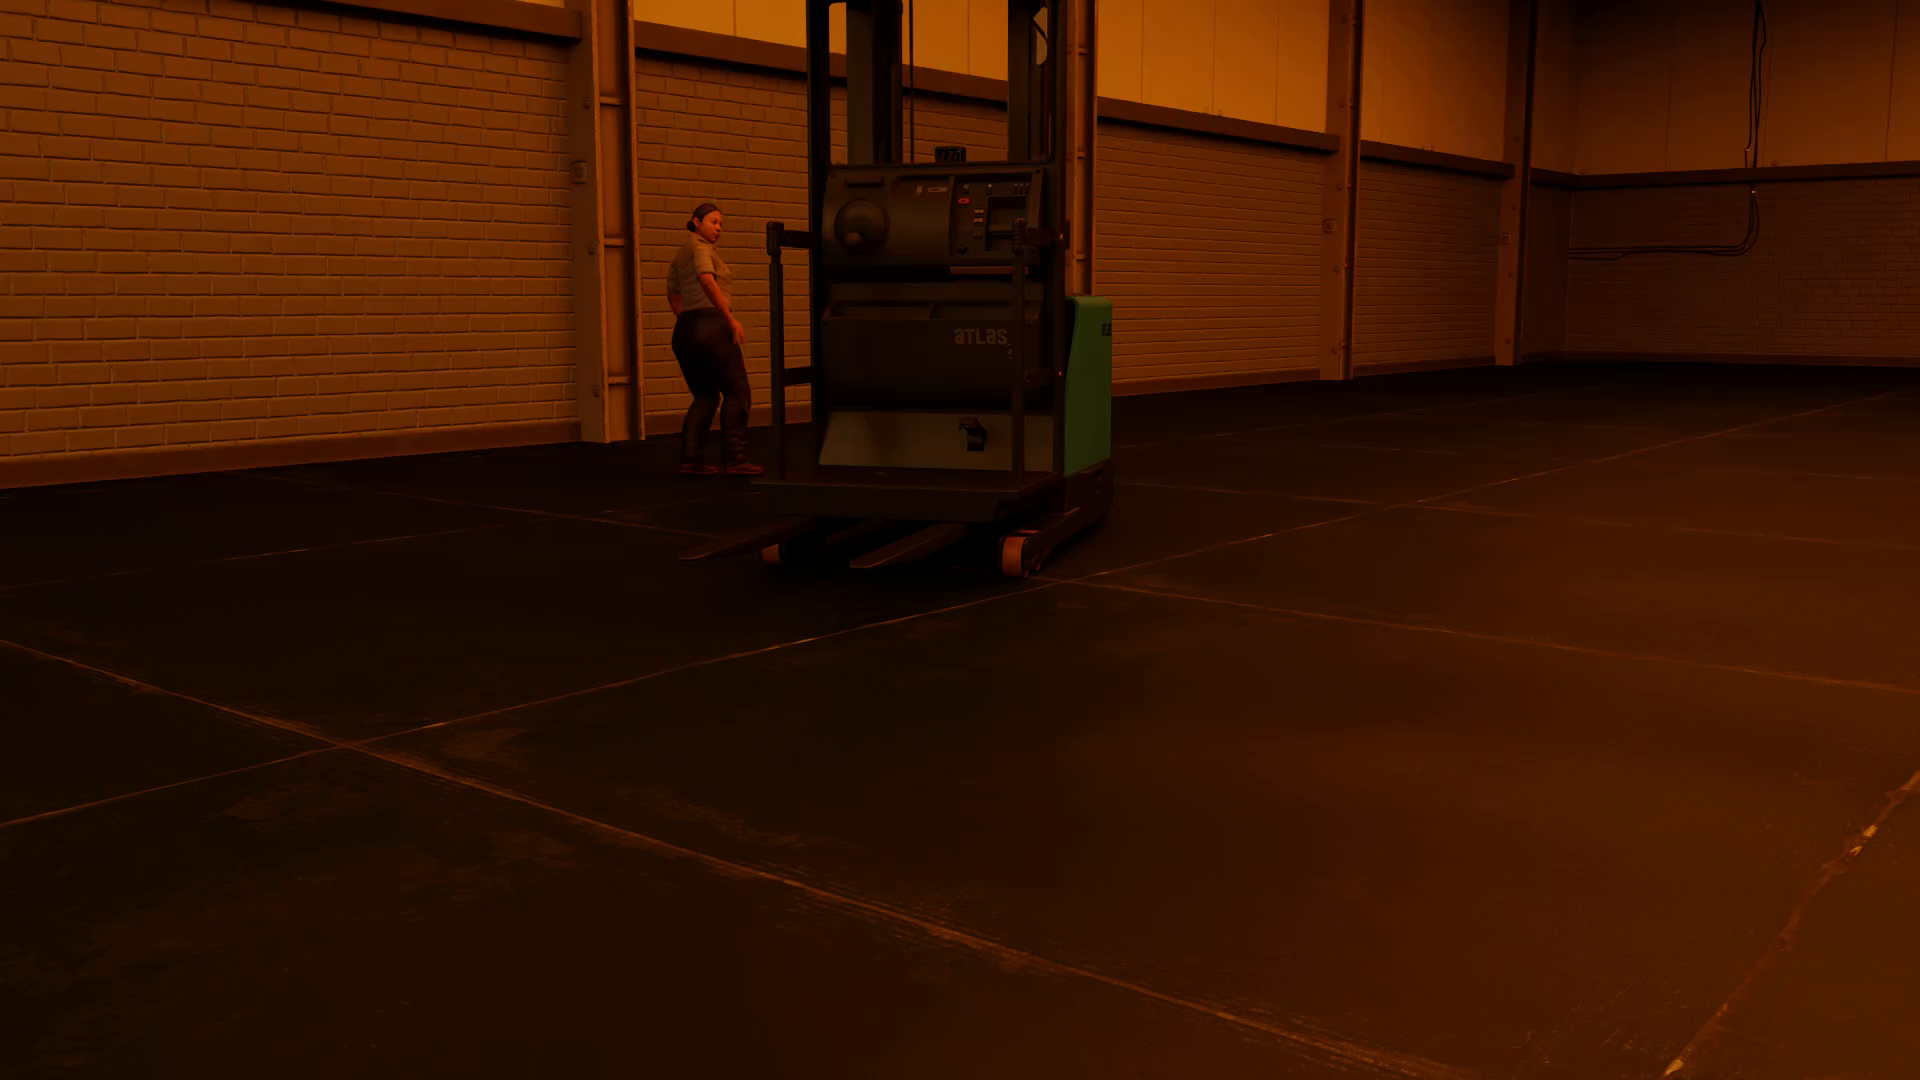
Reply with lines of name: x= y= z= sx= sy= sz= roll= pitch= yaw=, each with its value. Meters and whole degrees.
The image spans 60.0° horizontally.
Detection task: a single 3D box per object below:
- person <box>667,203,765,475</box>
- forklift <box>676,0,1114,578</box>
person: x=-1.492 y=-1.203 z=10.028 sx=0.485 sy=1.629 sz=0.680 roll=-7 pitch=11 yaw=-39
forklift: x=-0.176 y=-1.366 z=6.616 sx=1.130 sy=2.935 sz=3.031 roll=3 pitch=9 yaw=17
